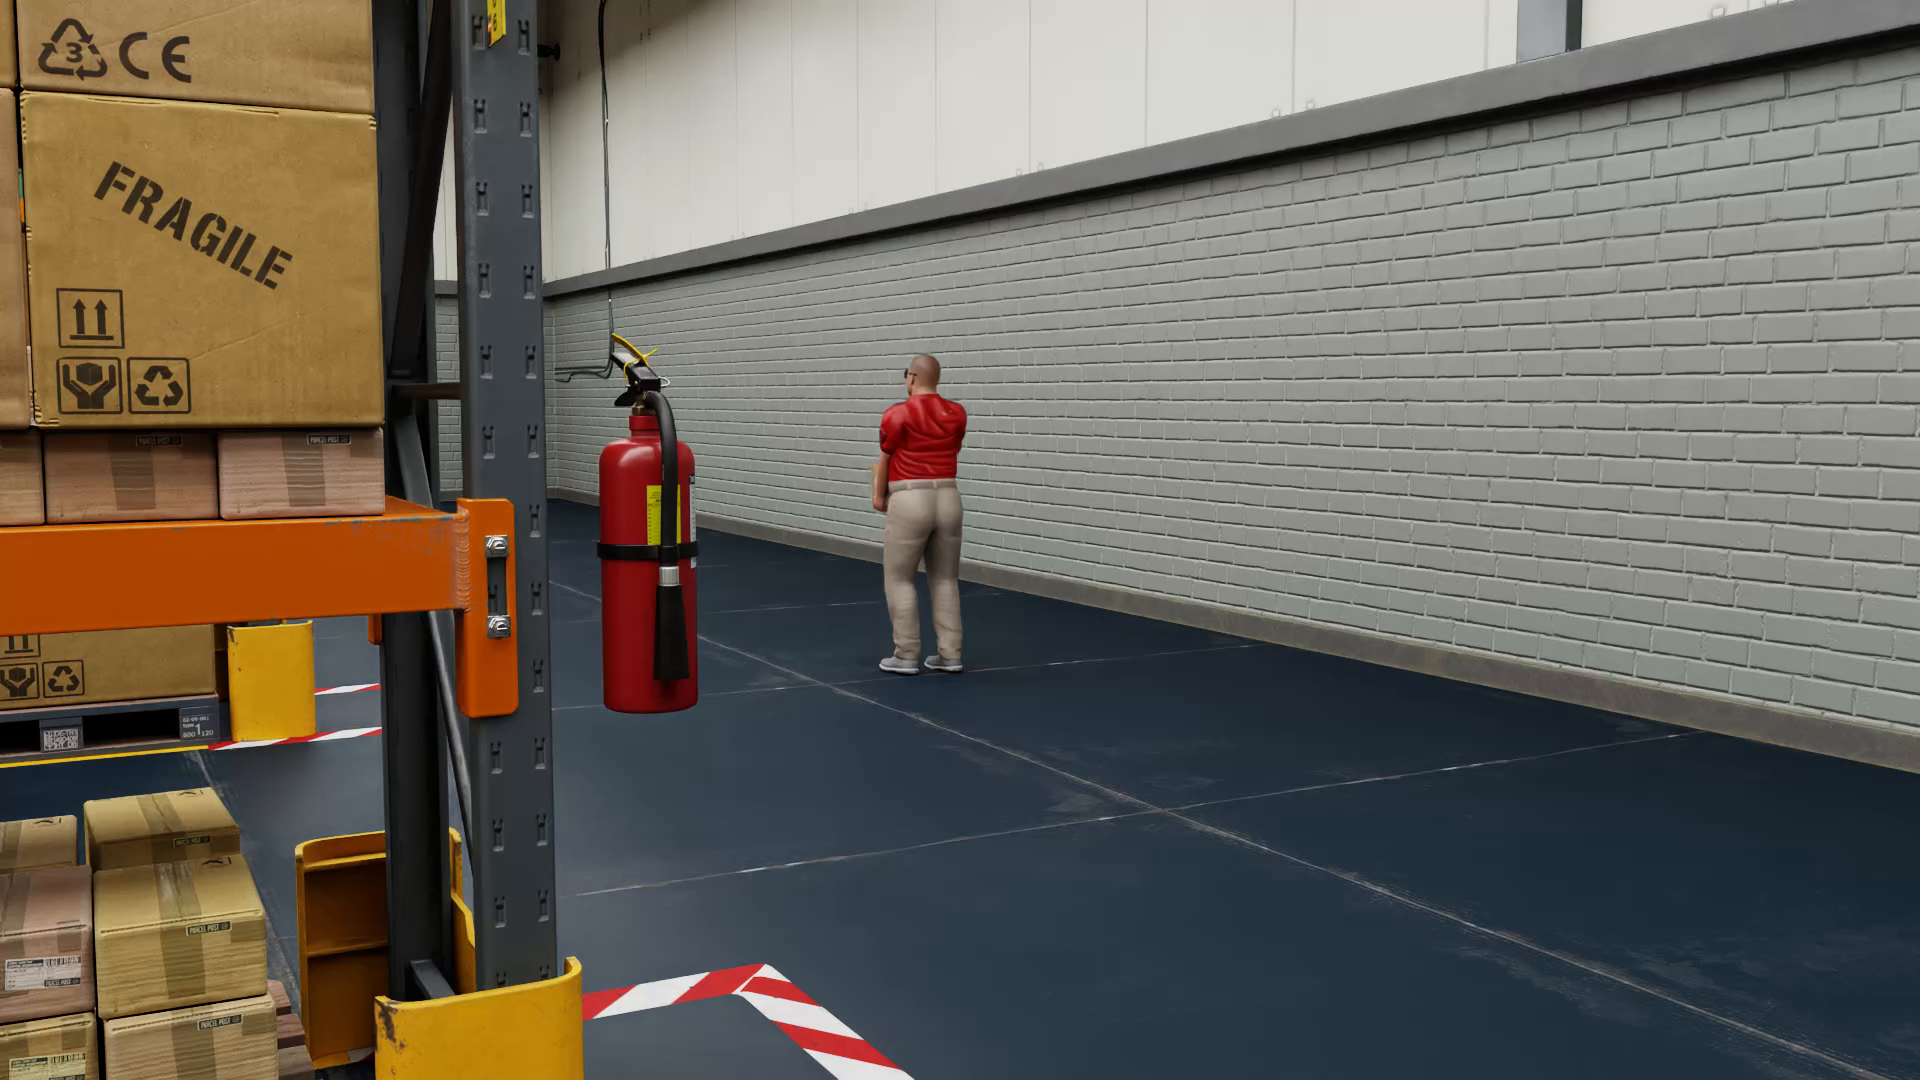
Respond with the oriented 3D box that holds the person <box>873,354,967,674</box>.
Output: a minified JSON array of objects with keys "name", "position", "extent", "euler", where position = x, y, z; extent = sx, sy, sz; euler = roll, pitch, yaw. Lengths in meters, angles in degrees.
[{"name":"person","position":[-0.251,-0.141,9.034],"extent":[0.493,1.719,0.538],"euler":[-3,6,-28]}]
